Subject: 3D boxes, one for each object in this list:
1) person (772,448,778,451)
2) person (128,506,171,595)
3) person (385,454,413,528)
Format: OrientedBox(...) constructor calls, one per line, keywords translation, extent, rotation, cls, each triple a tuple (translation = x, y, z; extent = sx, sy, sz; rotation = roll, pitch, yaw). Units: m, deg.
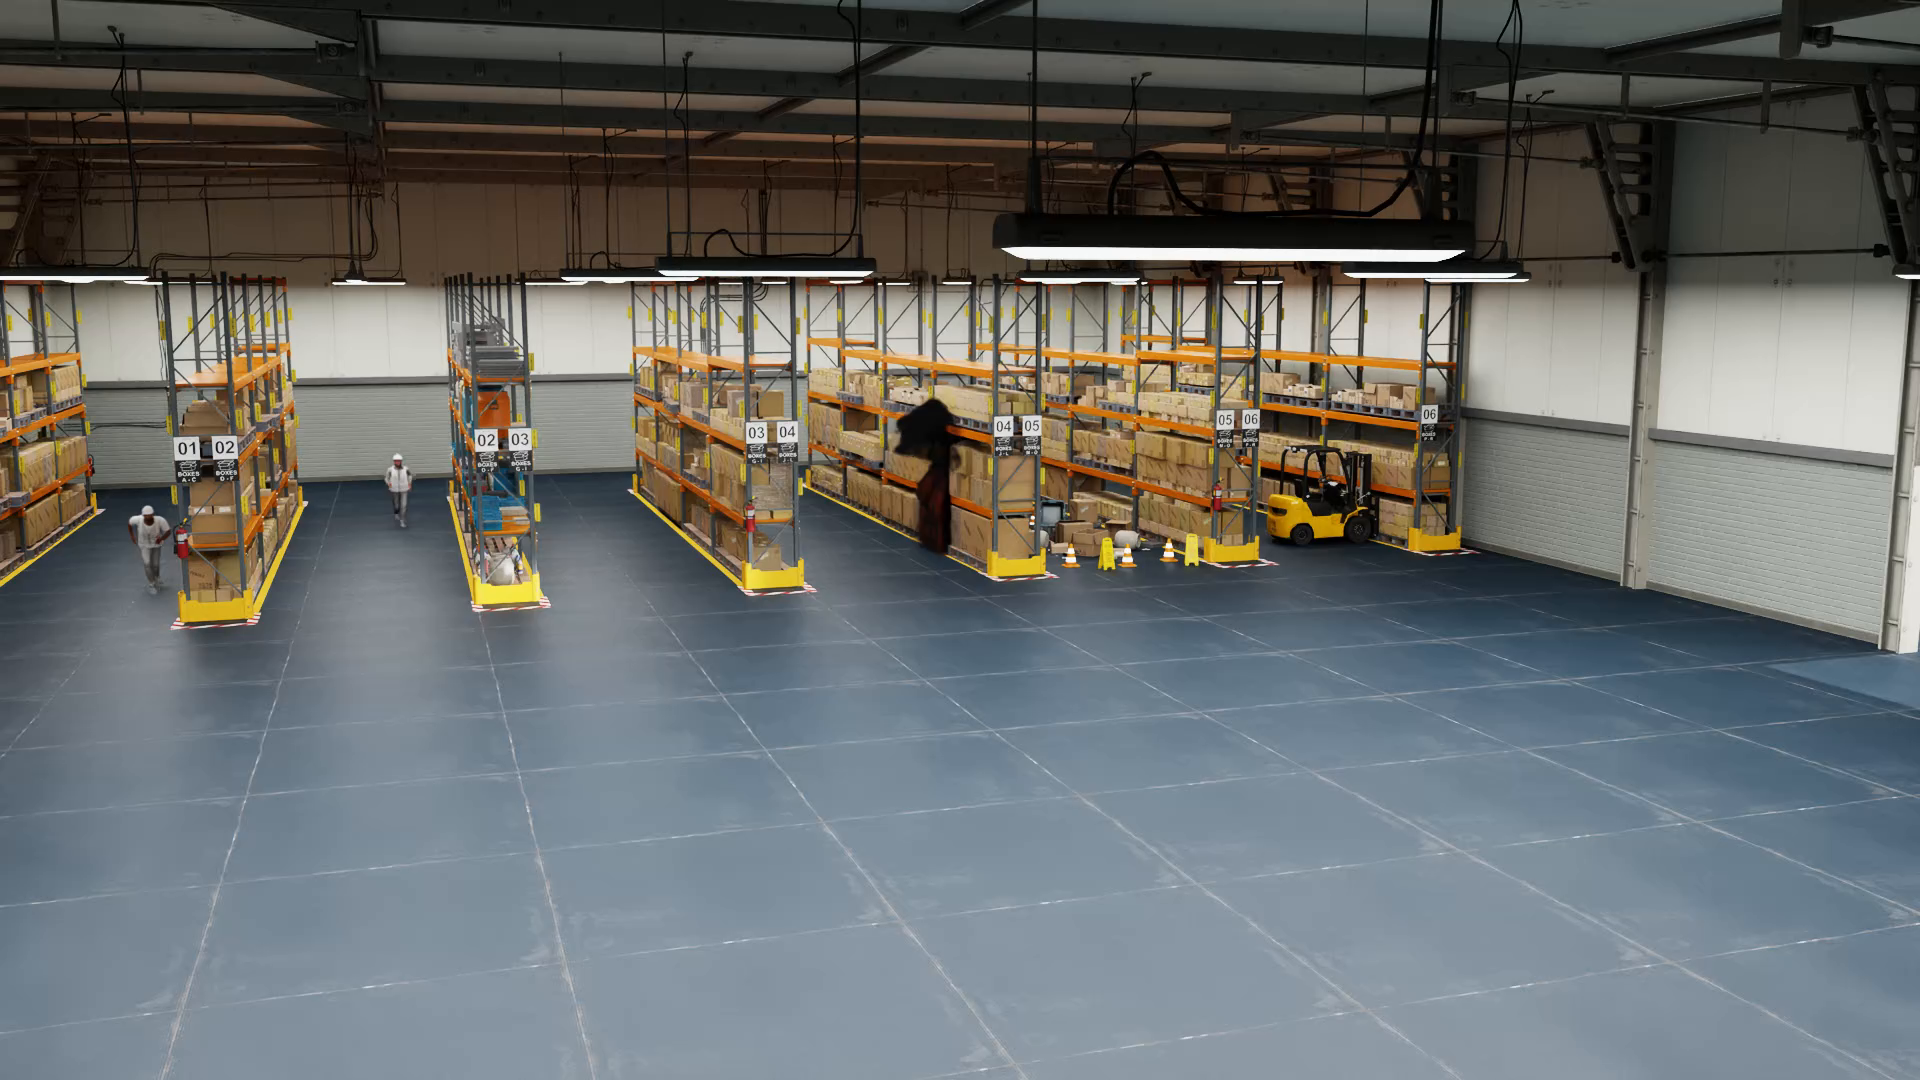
OrientedBox(translation=(-5.269, -2.253, 47.640), extent=(0.579, 1.655, 0.621), rotation=(-1, 9, -8), cls="person")
OrientedBox(translation=(-15.389, 0.158, 31.642), extent=(0.746, 1.715, 1.060), rotation=(-3, 9, -20), cls="person")
OrientedBox(translation=(-13.580, -1.208, 40.283), extent=(0.653, 1.756, 0.881), rotation=(-3, 9, -20), cls="person")
